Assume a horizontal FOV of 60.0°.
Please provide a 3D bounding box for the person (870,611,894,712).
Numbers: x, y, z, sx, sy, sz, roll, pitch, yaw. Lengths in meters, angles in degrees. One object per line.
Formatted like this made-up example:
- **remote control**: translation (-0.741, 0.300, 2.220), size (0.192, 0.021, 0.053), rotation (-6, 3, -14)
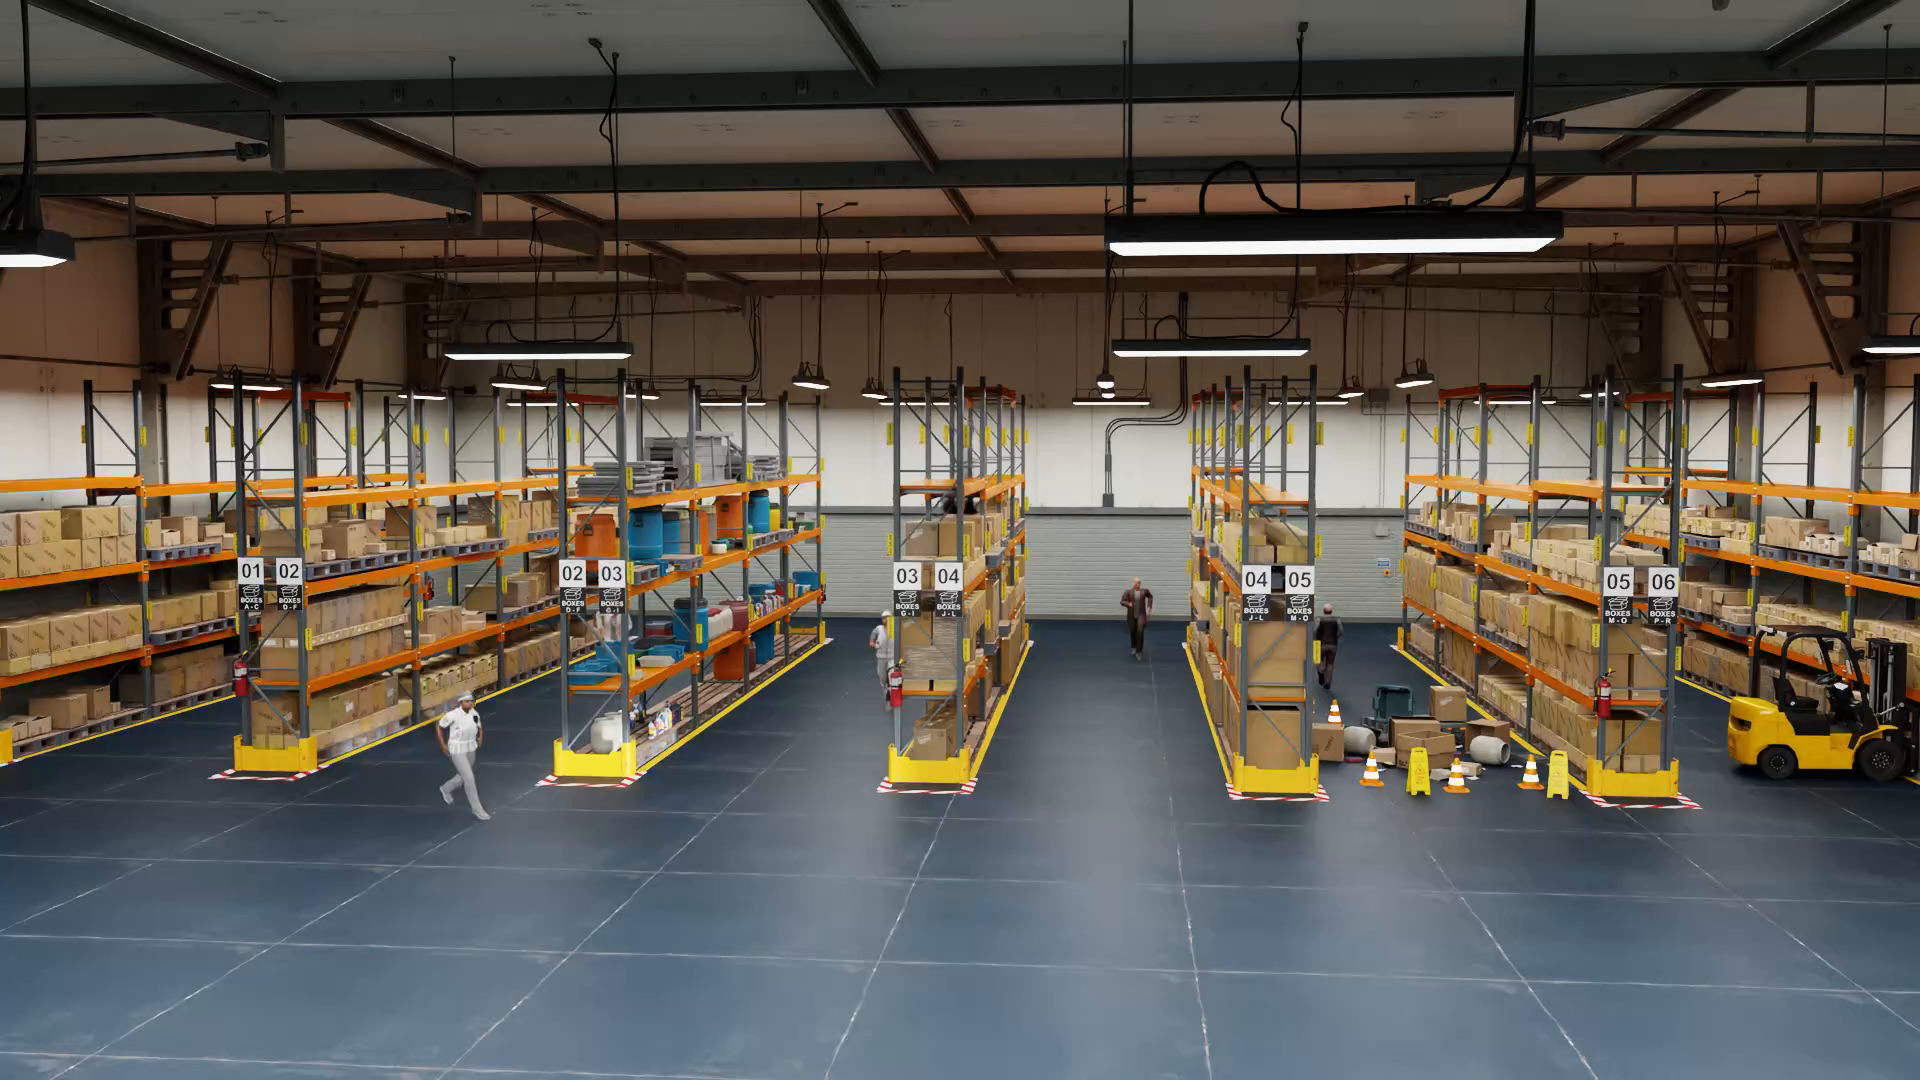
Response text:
- **person**: translation (-1.338, 2.201, 30.678), size (0.654, 1.811, 0.991), rotation (0, 4, 1)

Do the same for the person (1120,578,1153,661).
- **person**: translation (3.983, 1.768, 37.576), size (0.718, 1.842, 0.901), rotation (1, 4, 9)

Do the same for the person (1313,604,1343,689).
- **person**: translation (7.285, 2.104, 33.129), size (0.651, 1.680, 0.566), rotation (0, 4, 4)

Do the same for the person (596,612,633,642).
- **person**: translation (-7.027, 2.079, 33.912), size (0.752, 1.744, 1.056), rotation (0, 4, -4)

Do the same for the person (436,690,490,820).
- **person**: translation (-6.578, 2.802, 21.948), size (0.974, 1.694, 0.600), rotation (3, 4, 37)
